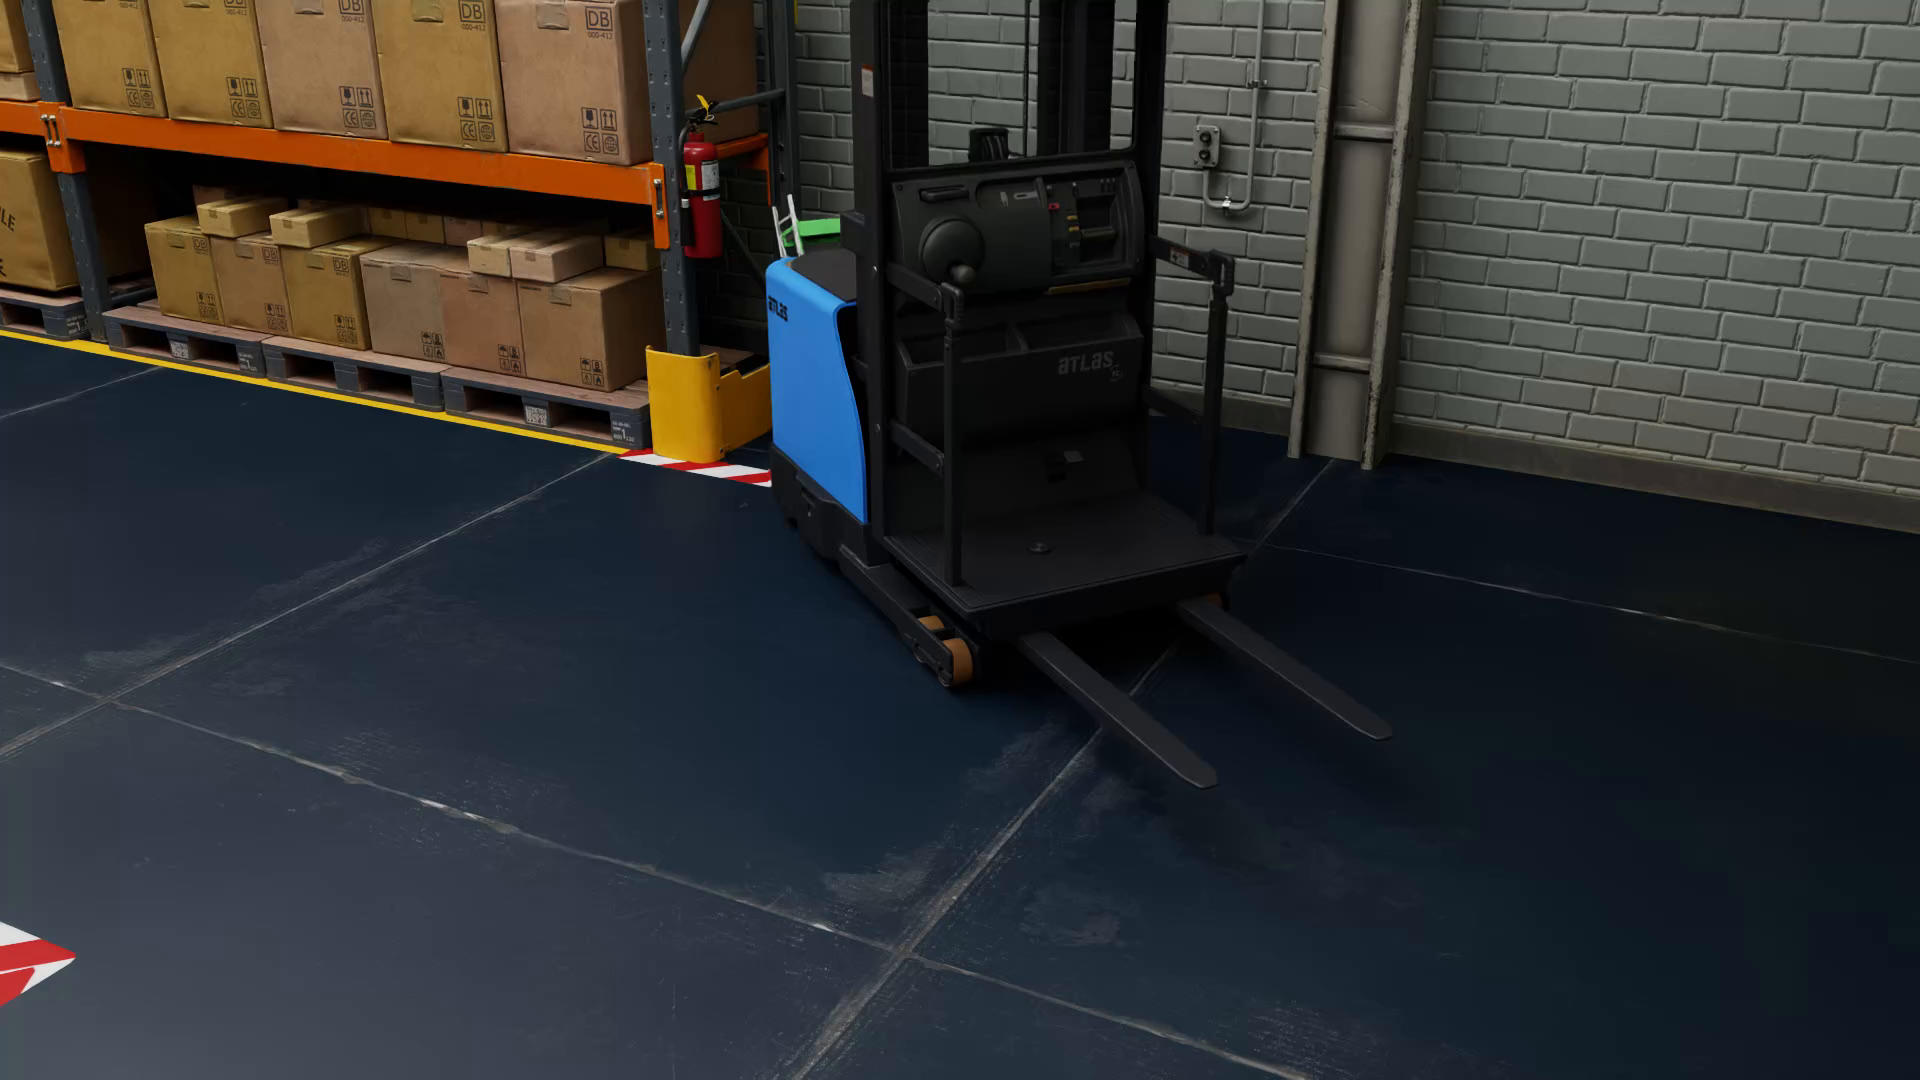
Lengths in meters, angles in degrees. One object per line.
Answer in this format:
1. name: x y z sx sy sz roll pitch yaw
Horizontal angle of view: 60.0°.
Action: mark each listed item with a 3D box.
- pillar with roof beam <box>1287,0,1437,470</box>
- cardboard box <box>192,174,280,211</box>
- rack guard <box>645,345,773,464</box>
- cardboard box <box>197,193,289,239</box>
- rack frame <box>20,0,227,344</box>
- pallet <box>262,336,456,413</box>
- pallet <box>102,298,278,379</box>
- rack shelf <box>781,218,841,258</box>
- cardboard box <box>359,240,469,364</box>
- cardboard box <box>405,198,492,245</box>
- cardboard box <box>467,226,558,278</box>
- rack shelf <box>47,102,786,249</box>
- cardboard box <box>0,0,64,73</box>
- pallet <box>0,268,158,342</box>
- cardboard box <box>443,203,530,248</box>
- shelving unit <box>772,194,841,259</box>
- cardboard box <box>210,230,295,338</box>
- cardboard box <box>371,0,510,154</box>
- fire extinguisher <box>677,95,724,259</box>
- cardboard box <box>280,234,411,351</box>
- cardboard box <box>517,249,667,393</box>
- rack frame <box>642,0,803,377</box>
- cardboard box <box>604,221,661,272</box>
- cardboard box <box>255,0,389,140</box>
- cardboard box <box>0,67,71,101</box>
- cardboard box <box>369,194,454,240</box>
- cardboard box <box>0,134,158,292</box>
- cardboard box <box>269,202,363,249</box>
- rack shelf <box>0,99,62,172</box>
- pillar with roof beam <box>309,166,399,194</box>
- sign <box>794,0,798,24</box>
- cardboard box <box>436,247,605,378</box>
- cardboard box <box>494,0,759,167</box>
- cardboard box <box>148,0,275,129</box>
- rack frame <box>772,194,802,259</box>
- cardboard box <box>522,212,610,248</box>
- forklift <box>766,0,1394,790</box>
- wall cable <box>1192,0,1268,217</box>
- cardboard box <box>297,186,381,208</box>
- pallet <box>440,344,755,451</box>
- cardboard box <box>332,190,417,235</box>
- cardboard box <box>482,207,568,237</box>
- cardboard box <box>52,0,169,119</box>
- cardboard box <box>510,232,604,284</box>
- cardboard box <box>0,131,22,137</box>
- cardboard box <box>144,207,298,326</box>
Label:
1. pillar with roof beam: -0.191 -3.039 2.398 0.400 9.000 9.100 11 25 25
2. cardboard box: -4.037 -1.932 9.288 0.250 0.149 0.380 11 25 24
3. rack guard: -1.027 -0.802 7.997 0.348 0.500 1.175 11 25 25
4. cardboard box: -3.774 -1.712 8.772 0.250 0.149 0.380 12 26 26
5. rack frame: -4.619 -2.663 9.179 0.127 3.000 1.000 11 25 25
6. pallet: -2.882 -1.003 8.839 1.213 0.211 1.003 11 25 25
7. pallet: -3.975 -1.218 9.345 1.213 0.211 1.003 11 25 25
8. rack shelf: -0.530 -1.345 7.384 0.480 0.148 0.258 -11 2 -24
9. cardboard box: -2.614 -1.265 8.550 0.500 0.500 0.700 10 25 23
10. cardboard box: -2.649 -1.658 8.644 0.250 0.149 0.380 11 26 25
11. cardboard box: -2.144 -1.391 8.016 0.250 0.149 0.380 12 26 26
12. rack shelf: -2.834 -1.979 8.489 4.000 0.370 1.077 11 25 25
13. cardboard box: -5.144 -2.849 9.082 0.500 0.500 0.500 11 25 24
14. pallet: -5.341 -1.490 9.983 1.213 0.211 1.003 11 25 25
15. cardboard box: -2.420 -1.613 8.538 0.250 0.149 0.380 12 26 25
16. shelving unit: -0.458 -0.936 7.397 0.503 1.200 0.258 -11 2 -24
17. cardboard box: -3.551 -1.448 8.980 0.500 0.500 0.700 11 25 24
18. cardboard box: -2.163 -2.306 7.956 0.700 0.700 0.980 11 25 24
19. fire extinguisher: -1.122 -1.562 7.165 0.183 0.674 0.296 11 25 25
20. cardboard box: -3.094 -1.357 8.765 0.500 0.500 0.700 12 26 26
21. cardboard box: -1.719 -1.088 8.134 0.500 0.500 0.700 11 25 25
22. rack frame: -1.049 -1.957 7.518 0.127 3.000 1.000 11 25 25
23. cardboard box: -1.517 -1.435 8.119 0.250 0.149 0.380 11 26 25
24. cardboard box: -2.839 -2.444 8.280 0.700 0.700 0.980 10 25 22
25. cardboard box: -5.048 -2.517 9.132 0.250 0.149 0.380 11 26 25
26. cardboard box: -2.875 -1.703 8.750 0.250 0.149 0.380 11 25 24
27. cardboard box: -5.257 -1.936 9.681 0.750 0.750 0.750 12 26 25
28. cardboard box: -3.308 -1.620 8.556 0.250 0.149 0.380 10 25 23
29. rack shelf: -6.403 -2.685 10.150 4.000 0.370 1.077 11 25 25
30. pillar with roof beam: -5.546 -4.099 4.889 0.400 9.000 9.100 11 25 25
31. sign: -0.793 -2.584 7.787 0.005 0.325 0.100 11 25 25
32. cardboard box: -2.165 -1.177 8.341 0.500 0.500 0.700 11 25 24
33. cardboard box: -1.509 -2.181 7.663 0.700 0.700 0.980 12 26 27
34. cardboard box: -3.493 -2.569 8.574 0.700 0.700 0.980 11 25 23
35. rack frame: -0.677 -0.894 7.297 0.015 1.200 0.240 -11 2 -24
36. cardboard box: -1.969 -1.524 8.329 0.250 0.149 0.380 11 26 25
37. forklift: 0.305 -1.050 5.473 1.130 2.935 3.031 -11 25 -24
38. wall cable: 0.521 -2.528 7.565 1.851 1.984 0.084 11 25 25
39. cardboard box: -3.331 -1.793 8.962 0.250 0.149 0.380 10 25 23
40. pallet: -1.798 -0.787 8.332 1.213 0.211 1.003 11 25 25
41. cardboard box: -3.106 -1.748 8.856 0.250 0.149 0.380 11 26 25
42. cardboard box: -2.192 -1.568 8.433 0.250 0.149 0.380 11 26 25
43. cardboard box: -4.142 -2.700 8.882 0.700 0.700 0.980 12 26 25
44. cardboard box: -1.916 -1.346 7.910 0.250 0.149 0.380 11 25 24
45. cardboard box: -6.052 -2.092 10.047 0.750 0.750 0.750 12 26 26
46. cardboard box: -3.997 -1.538 9.191 0.500 0.500 0.700 12 26 25
